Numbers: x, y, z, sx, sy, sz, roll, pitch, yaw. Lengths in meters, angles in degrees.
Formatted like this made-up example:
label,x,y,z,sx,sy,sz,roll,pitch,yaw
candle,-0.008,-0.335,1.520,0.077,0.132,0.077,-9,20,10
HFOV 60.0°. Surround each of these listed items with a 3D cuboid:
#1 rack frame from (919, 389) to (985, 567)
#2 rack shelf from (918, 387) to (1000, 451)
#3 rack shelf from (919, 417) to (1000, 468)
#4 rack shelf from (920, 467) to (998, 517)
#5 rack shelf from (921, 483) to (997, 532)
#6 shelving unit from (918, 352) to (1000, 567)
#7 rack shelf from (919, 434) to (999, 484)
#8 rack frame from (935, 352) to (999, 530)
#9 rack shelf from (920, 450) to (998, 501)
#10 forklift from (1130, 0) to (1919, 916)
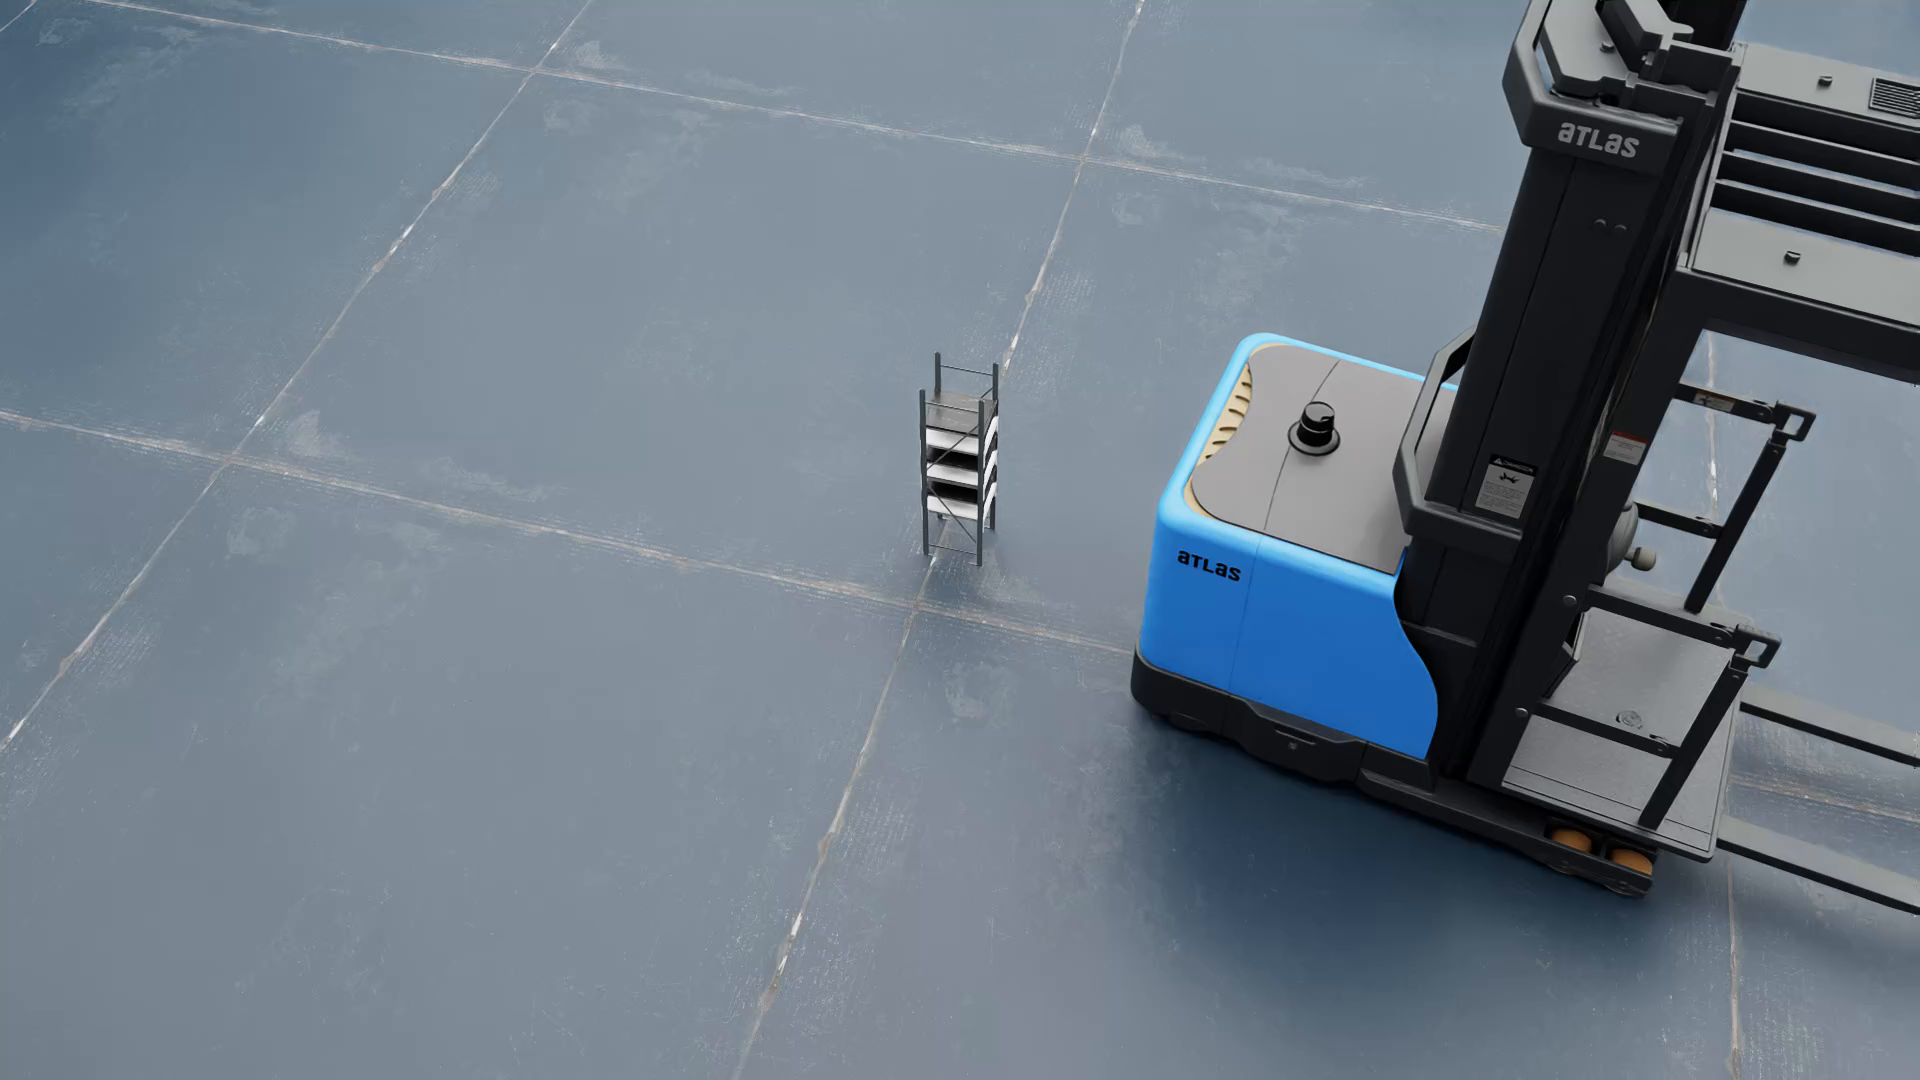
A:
label,x,y,z,sx,sy,sz,roll,pitch,yaw
rack frame,-0.029,-0.218,6.261,0.240,0.900,0.006,12,50,10
rack shelf,-0.002,-0.449,6.149,0.258,0.077,0.200,12,50,10
rack shelf,-0.002,-0.389,6.216,0.258,0.077,0.200,12,50,10
rack shelf,-0.002,-0.210,6.419,0.258,0.077,0.200,12,50,10
rack shelf,-0.002,-0.151,6.486,0.258,0.077,0.200,12,50,10
shelving unit,-0.002,-0.292,6.326,0.258,0.900,0.210,12,50,10
rack shelf,-0.002,-0.329,6.284,0.258,0.077,0.200,12,50,10
rack frame,0.025,-0.365,6.391,0.240,0.900,0.006,12,50,10
rack shelf,-0.002,-0.270,6.351,0.258,0.077,0.200,12,50,10
forklift,2.186,-0.232,4.919,3.031,2.935,1.130,19,51,16
